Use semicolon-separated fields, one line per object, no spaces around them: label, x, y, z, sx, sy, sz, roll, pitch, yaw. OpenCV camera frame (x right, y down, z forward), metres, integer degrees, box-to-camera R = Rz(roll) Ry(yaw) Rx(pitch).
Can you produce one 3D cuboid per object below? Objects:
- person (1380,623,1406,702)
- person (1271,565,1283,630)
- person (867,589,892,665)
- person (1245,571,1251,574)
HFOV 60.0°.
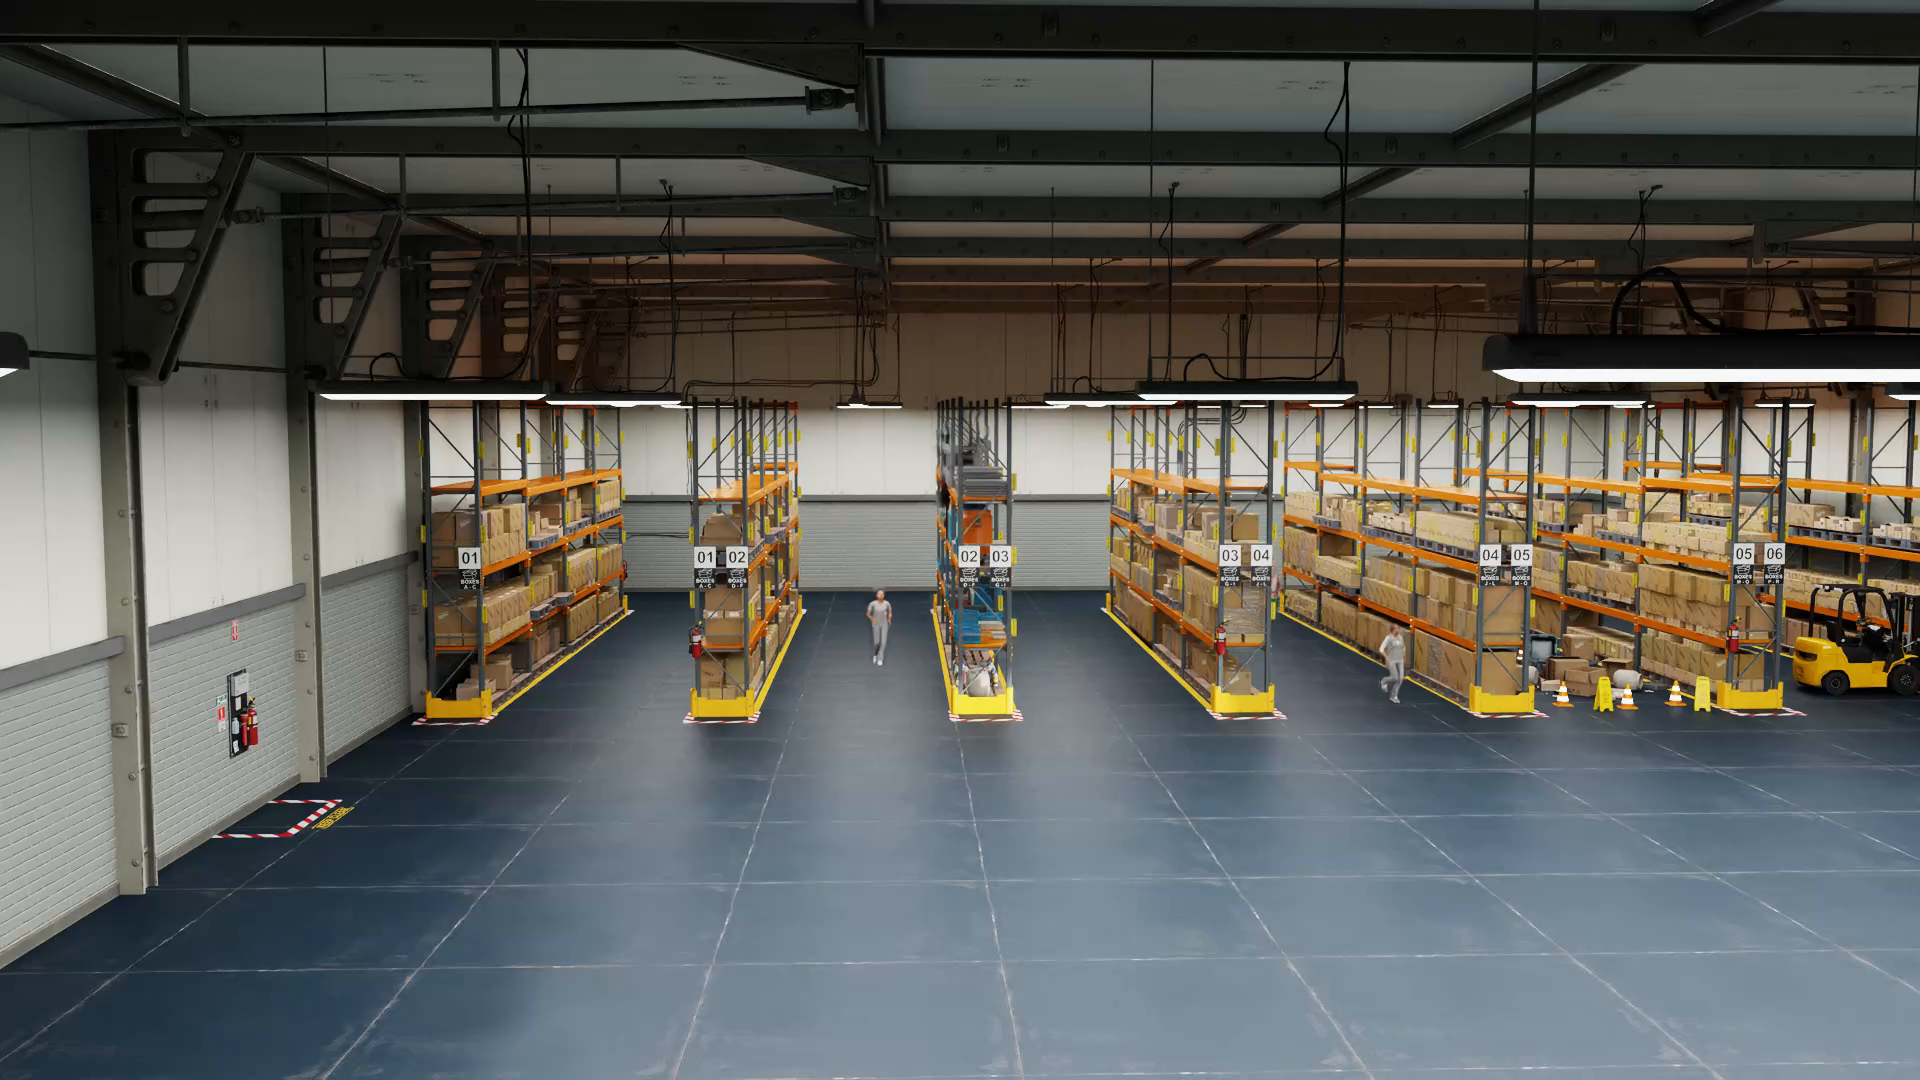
person;8.581;2.418;32.913;0.544;1.559;0.544;-1;5;-17
person;8.088;1.503;43.255;0.662;1.736;0.673;0;4;-2
person;-1.713;1.858;35.689;0.549;1.635;0.506;-1;5;-15
person;7.980;1.260;47.444;0.601;1.565;0.796;3;5;30
